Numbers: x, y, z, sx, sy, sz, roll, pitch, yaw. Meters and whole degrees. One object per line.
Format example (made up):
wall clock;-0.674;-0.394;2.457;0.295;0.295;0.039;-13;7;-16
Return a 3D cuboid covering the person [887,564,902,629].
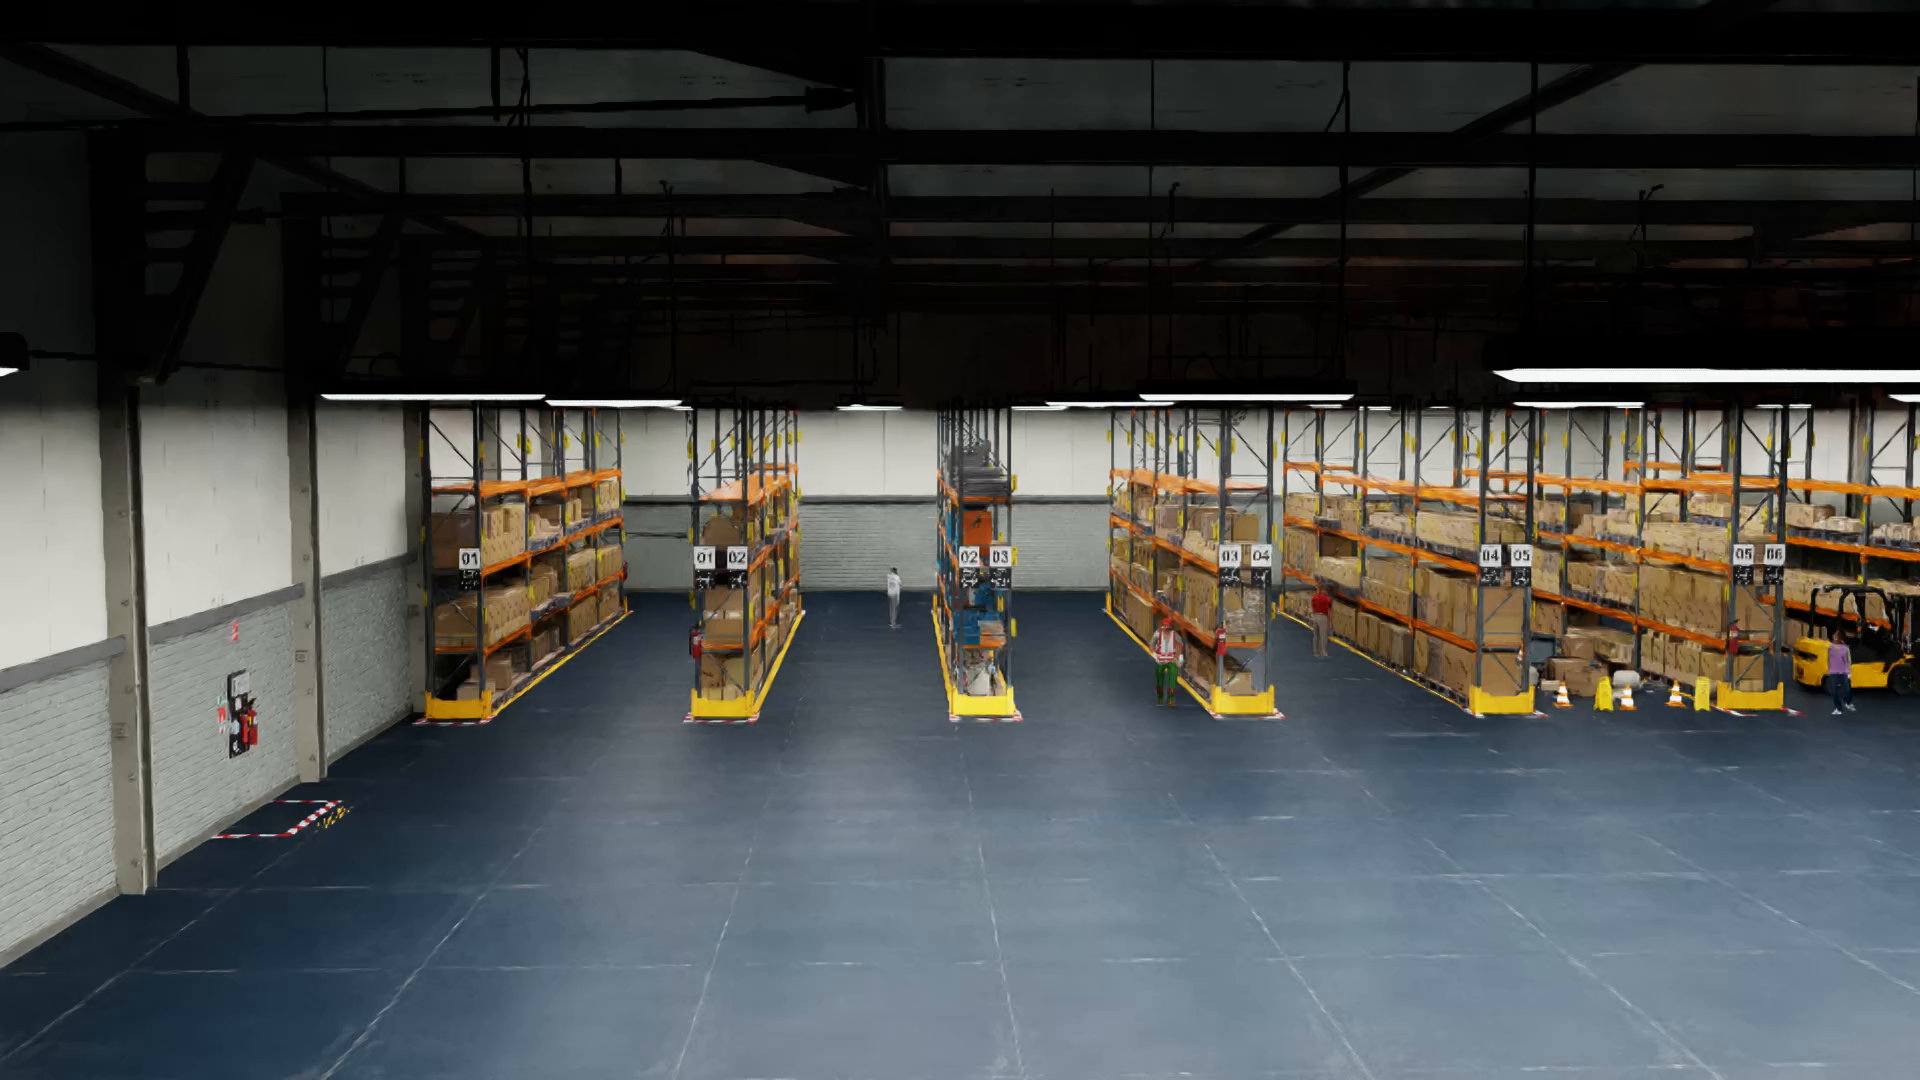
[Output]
person;-1.703;1.484;43.931;0.408;1.678;0.538;-3;5;-32

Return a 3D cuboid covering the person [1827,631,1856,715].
person;16.706;2.503;31.506;0.484;1.585;0.546;4;6;39

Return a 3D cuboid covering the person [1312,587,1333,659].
person;8.417;1.921;38.514;0.457;1.636;0.514;-3;5;-34

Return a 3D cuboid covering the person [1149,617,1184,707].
person;4.032;2.356;32.407;0.707;1.728;0.808;0;4;3
